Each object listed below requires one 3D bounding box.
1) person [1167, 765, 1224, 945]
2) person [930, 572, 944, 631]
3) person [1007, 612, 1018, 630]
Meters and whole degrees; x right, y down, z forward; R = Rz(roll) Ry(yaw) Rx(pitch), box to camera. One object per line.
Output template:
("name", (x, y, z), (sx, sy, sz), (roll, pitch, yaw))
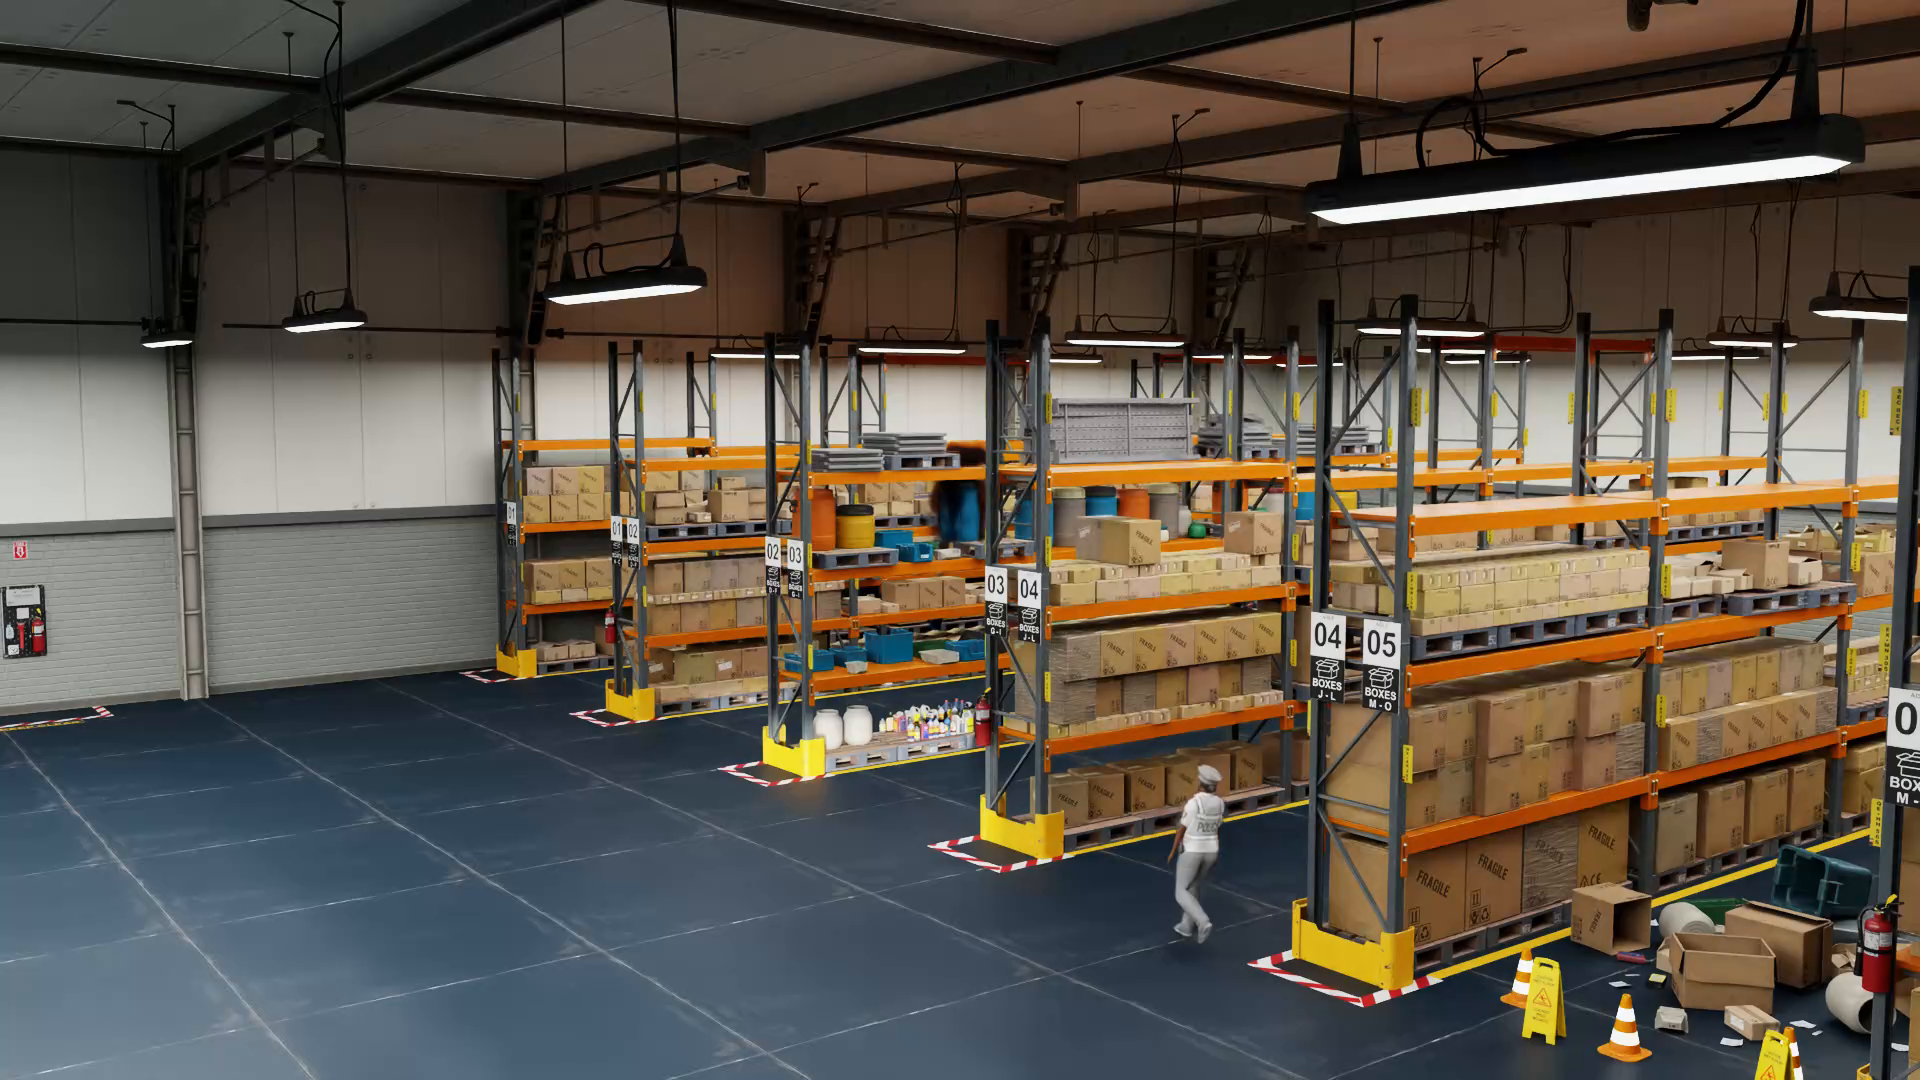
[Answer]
("person", (2.260, 2.959, 15.646), (0.522, 1.661, 0.775), (-2, 6, -26))
("person", (-0.434, 1.338, 34.561), (0.447, 1.605, 0.382), (-3, 6, -33))
("person", (1.061, 1.129, 35.645), (0.928, 1.740, 0.493), (-4, 7, -40))
